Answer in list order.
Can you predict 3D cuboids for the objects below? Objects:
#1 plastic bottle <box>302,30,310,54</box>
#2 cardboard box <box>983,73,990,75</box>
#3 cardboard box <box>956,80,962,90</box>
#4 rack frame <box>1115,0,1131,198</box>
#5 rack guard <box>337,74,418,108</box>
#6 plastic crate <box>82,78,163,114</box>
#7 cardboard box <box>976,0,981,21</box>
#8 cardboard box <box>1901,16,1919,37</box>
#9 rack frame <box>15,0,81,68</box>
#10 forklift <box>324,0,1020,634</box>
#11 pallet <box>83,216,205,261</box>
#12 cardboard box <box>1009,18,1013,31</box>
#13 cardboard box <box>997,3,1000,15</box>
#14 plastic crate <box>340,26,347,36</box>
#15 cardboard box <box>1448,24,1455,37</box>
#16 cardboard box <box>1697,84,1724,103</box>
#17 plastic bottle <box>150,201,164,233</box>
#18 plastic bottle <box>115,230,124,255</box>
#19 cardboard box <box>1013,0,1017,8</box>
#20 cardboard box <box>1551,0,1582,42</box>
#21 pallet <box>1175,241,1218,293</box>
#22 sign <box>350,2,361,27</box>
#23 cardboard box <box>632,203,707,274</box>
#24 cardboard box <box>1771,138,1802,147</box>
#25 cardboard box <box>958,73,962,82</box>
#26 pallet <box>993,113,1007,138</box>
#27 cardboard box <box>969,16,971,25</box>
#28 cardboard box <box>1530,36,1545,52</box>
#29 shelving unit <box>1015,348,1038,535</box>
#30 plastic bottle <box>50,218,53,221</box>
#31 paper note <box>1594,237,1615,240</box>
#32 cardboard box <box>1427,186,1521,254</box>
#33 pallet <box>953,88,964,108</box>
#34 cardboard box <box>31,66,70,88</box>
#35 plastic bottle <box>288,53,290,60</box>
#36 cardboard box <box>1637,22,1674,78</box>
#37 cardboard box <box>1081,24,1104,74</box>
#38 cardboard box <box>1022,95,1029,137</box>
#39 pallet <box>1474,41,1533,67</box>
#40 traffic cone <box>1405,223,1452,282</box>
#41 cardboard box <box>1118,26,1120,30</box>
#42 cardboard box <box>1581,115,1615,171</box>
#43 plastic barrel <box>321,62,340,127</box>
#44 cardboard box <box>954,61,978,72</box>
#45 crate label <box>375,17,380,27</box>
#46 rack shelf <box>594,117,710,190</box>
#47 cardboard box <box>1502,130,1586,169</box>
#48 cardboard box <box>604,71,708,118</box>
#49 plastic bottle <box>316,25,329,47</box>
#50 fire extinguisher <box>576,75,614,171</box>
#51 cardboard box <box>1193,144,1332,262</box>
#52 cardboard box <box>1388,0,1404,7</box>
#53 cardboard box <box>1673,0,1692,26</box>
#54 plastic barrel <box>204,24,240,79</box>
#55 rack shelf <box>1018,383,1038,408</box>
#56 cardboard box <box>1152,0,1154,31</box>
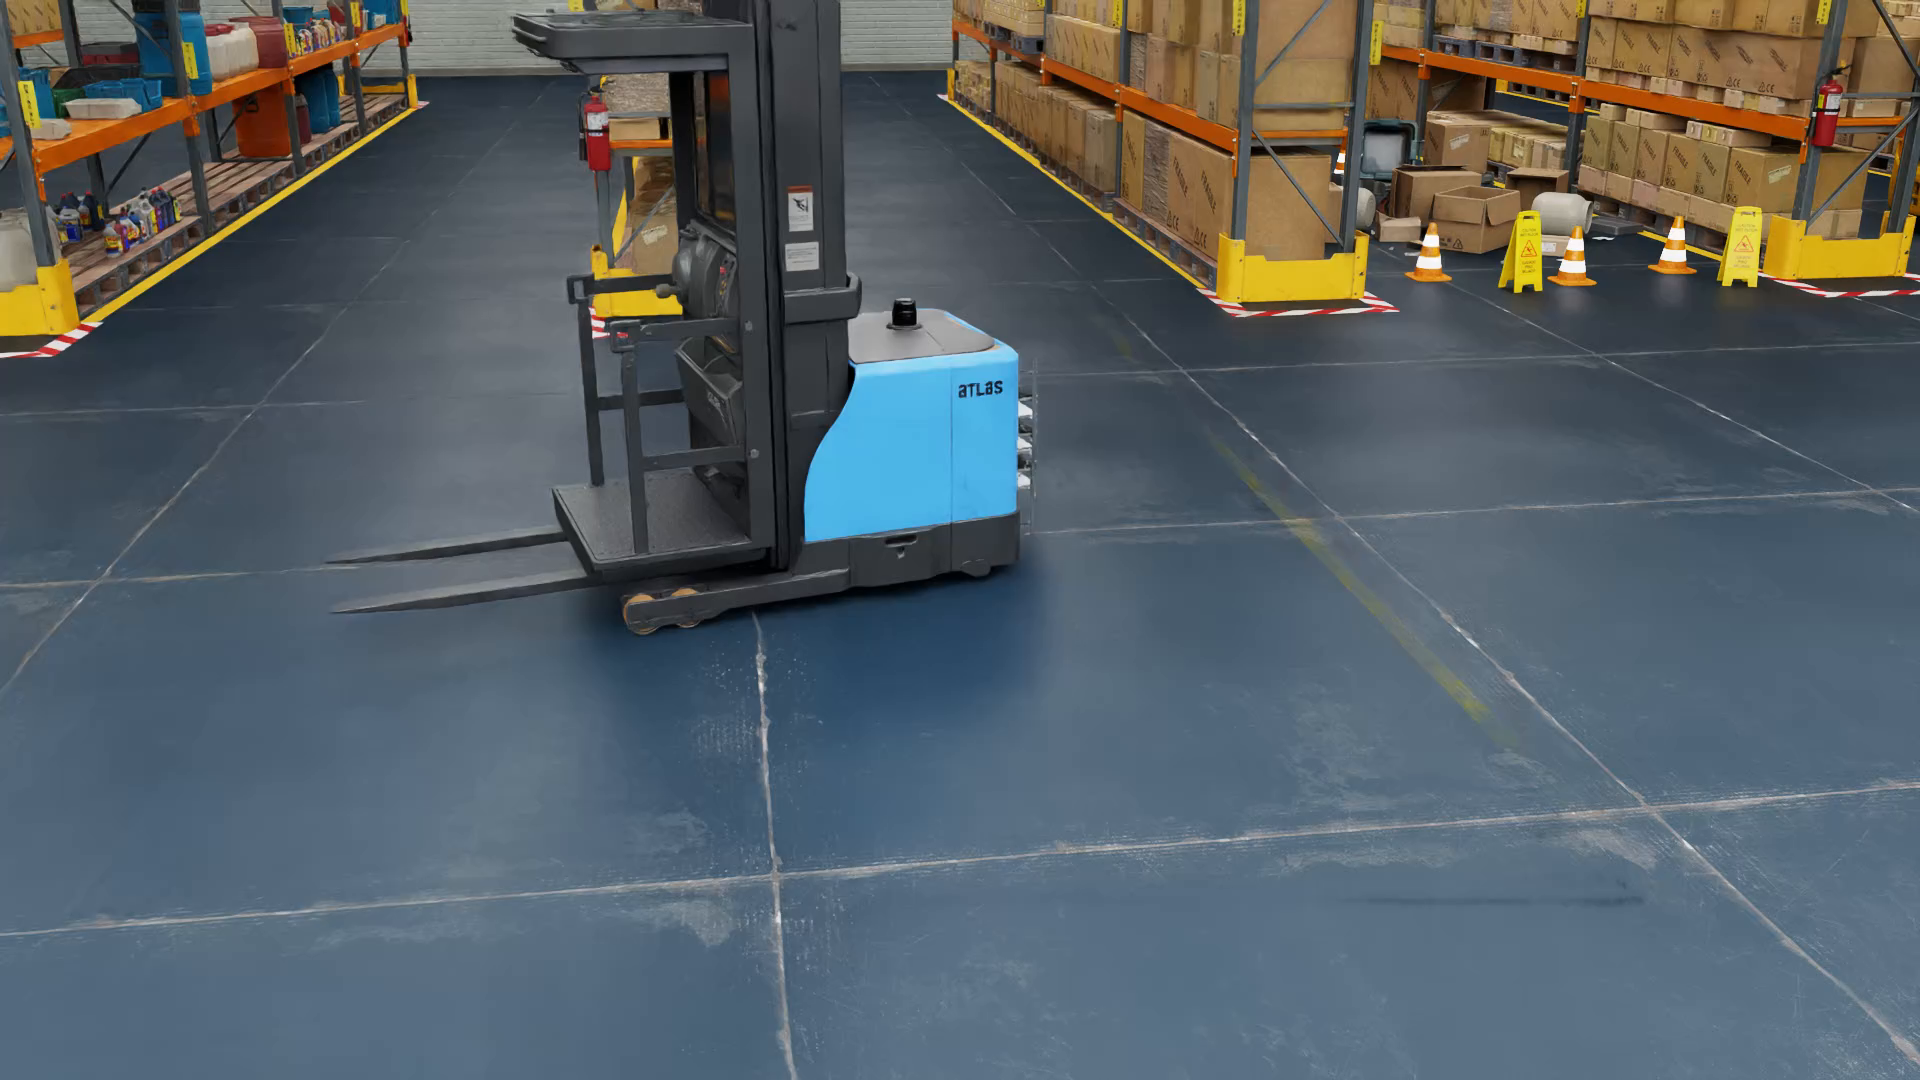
[{"bbox_3d":[-8.163,-6.214,20.734,0.061,0.283,0.133,-3,21,-8],"label":"plastic bottle"},{"bbox_3d":[0.560,-7.067,25.473,0.380,0.149,0.250,-2,21,-6],"label":"cardboard box"},{"bbox_3d":[0.130,-7.599,27.749,0.380,0.149,0.250,-2,21,-7],"label":"cardboard box"},{"bbox_3d":[2.101,-4.781,16.729,1.000,3.000,0.127,-3,21,-8],"label":"rack frame"},{"bbox_3d":[-9.469,-7.307,27.066,1.175,0.500,0.348,-3,21,-8],"label":"rack guard"},{"bbox_3d":[-7.295,-3.877,14.521,0.499,0.251,0.616,-3,21,-8],"label":"plastic crate"},{"bbox_3d":[0.525,-8.070,24.967,0.500,0.500,0.500,-3,21,-9],"label":"cardboard box"},{"bbox_3d":[11.423,-5.993,19.475,0.500,0.250,0.500,-3,21,-7],"label":"cardboard box"},{"bbox_3d":[-14.355,-8.222,25.943,1.000,3.000,0.127,-3,21,-8],"label":"rack frame"},{"bbox_3d":[-1.290,-1.178,7.180,3.031,2.935,1.130,-8,22,-21],"label":"forklift"},{"bbox_3d":[-7.667,-2.775,15.344,1.003,0.211,1.213,-3,21,-8],"label":"pallet"},{"bbox_3d":[0.854,-6.747,21.752,0.380,0.149,0.250,-4,21,-10],"label":"cardboard box"},{"bbox_3d":[0.706,-7.247,22.666,0.380,0.149,0.250,-2,21,-6],"label":"cardboard box"},{"bbox_3d":[-8.802,-7.158,23.386,0.396,0.136,0.243,-3,21,-8],"label":"plastic crate"},{"bbox_3d":[6.279,-6.308,20.577,0.380,0.149,0.250,-4,21,-11],"label":"cardboard box"},{"bbox_3d":[7.042,-4.121,15.321,0.380,0.149,0.250,-3,21,-8],"label":"cardboard box"},{"bbox_3d":[-7.253,-2.920,15.001,0.061,0.283,0.133,-2,21,-4],"label":"plastic bottle"},{"bbox_3d":[-7.114,-2.505,14.007,0.097,0.201,0.097,0,20,0],"label":"plastic bottle"},{"bbox_3d":[0.886,-6.940,21.419,0.380,0.149,0.250,-2,21,-6],"label":"cardboard box"},{"bbox_3d":[6.691,-5.597,17.745,0.500,0.500,0.500,-3,21,-9],"label":"cardboard box"},{"bbox_3d":[2.485,-2.362,14.239,1.003,0.211,1.213,-3,21,-8],"label":"pallet"},{"bbox_3d":[-8.332,-7.242,22.924,0.100,0.325,0.005,-3,21,-8],"label":"sign"},{"bbox_3d":[-2.319,-2.423,13.390,0.500,0.500,0.500,1,20,2],"label":"cardboard box"},{"bbox_3d":[7.635,-3.423,15.351,0.500,0.500,0.500,-4,21,-10],"label":"cardboard box"},{"bbox_3d":[0.176,-7.644,27.444,0.380,0.149,0.250,-3,21,-8],"label":"cardboard box"},{"bbox_3d":[1.062,-5.975,23.911,1.003,0.211,1.213,-3,21,-8],"label":"pallet"},{"bbox_3d":[0.352,-8.242,26.356,0.380,0.149,0.250,-3,21,-9],"label":"cardboard box"},{"bbox_3d":[6.544,-5.488,18.382,0.380,0.149,0.250,-3,21,-9],"label":"cardboard box"},{"bbox_3d":[0.219,-0.468,8.184,0.258,0.900,0.210,-9,22,-22],"label":"shelving unit"},{"bbox_3d":[-7.902,-2.704,14.325,0.144,0.351,0.185,-2,21,-6],"label":"plastic bottle"},{"bbox_3d":[6.163,-2.894,15.920,0.142,0.019,0.148,-11,23,-26],"label":"paper note"},{"bbox_3d":[4.803,-2.991,15.506,0.637,0.503,0.797,17,27,39],"label":"cardboard box"},{"bbox_3d":[0.464,-7.320,27.513,1.003,0.211,1.213,-3,21,-8],"label":"pallet"},{"bbox_3d":[-14.033,-7.081,25.832,0.500,0.500,0.500,-3,21,-8],"label":"cardboard box"},{"bbox_3d":[-8.032,-5.848,19.770,0.097,0.271,0.097,0,20,0],"label":"plastic bottle"},{"bbox_3d":[6.927,-4.738,16.047,0.500,0.500,0.500,-3,21,-8],"label":"cardboard box"},{"bbox_3d":[1.616,-5.345,18.096,0.500,0.500,0.500,-3,21,-7],"label":"cardboard box"},{"bbox_3d":[1.100,-5.586,21.857,0.500,0.500,0.500,-2,21,-6],"label":"cardboard box"},{"bbox_3d":[6.734,-5.677,19.403,1.003,0.211,1.213,-3,21,-8],"label":"pallet"},{"bbox_3d":[4.006,-2.463,14.149,0.336,0.463,0.334,-3,21,-8],"label":"traffic cone"},{"bbox_3d":[2.024,-5.467,16.996,0.700,0.500,0.500,-3,21,-9],"label":"cardboard box"},{"bbox_3d":[6.803,-4.107,17.184,0.500,0.500,0.500,-2,21,-5],"label":"cardboard box"},{"bbox_3d":[-8.815,-6.110,22.687,0.600,0.901,0.708,-3,21,-8],"label":"plastic barrel"},{"bbox_3d":[0.111,-7.877,27.643,0.380,0.149,0.250,-4,21,-10],"label":"cardboard box"},{"bbox_3d":[-9.064,-7.906,25.387,0.396,0.136,0.243,-3,21,-8],"label":"crate label"},{"bbox_3d":[-2.533,-3.536,14.425,1.077,0.370,4.000,-3,21,-8],"label":"rack shelf"},{"bbox_3d":[6.800,-4.461,19.029,0.950,0.372,0.625,-2,21,-4],"label":"cardboard box"},{"bbox_3d":[-2.297,-3.559,12.889,0.875,0.500,0.500,-3,21,-8],"label":"cardboard box"},{"bbox_3d":[-8.374,-6.606,21.794,0.152,0.276,0.135,-3,21,-8],"label":"plastic bottle"},{"bbox_3d":[-2.685,-3.081,12.290,0.296,0.674,0.183,-3,21,-8],"label":"fire extinguisher"},{"bbox_3d":[2.514,-2.829,13.939,0.875,0.875,0.875,-3,21,-7],"label":"cardboard box"},{"bbox_3d":[5.993,-7.309,21.925,0.500,0.500,0.500,-3,21,-7],"label":"cardboard box"},{"bbox_3d":[7.096,-5.028,15.393,0.700,0.500,0.500,-3,21,-8],"label":"cardboard box"},{"bbox_3d":[-7.812,-5.125,17.458,0.433,0.535,0.433,0,20,0],"label":"plastic barrel"},{"bbox_3d":[0.219,-0.690,8.101,0.258,0.077,0.200,-9,22,-22],"label":"rack shelf"},{"bbox_3d":[2.315,-5.043,15.673,0.875,0.550,0.550,-3,21,-8],"label":"cardboard box"}]
